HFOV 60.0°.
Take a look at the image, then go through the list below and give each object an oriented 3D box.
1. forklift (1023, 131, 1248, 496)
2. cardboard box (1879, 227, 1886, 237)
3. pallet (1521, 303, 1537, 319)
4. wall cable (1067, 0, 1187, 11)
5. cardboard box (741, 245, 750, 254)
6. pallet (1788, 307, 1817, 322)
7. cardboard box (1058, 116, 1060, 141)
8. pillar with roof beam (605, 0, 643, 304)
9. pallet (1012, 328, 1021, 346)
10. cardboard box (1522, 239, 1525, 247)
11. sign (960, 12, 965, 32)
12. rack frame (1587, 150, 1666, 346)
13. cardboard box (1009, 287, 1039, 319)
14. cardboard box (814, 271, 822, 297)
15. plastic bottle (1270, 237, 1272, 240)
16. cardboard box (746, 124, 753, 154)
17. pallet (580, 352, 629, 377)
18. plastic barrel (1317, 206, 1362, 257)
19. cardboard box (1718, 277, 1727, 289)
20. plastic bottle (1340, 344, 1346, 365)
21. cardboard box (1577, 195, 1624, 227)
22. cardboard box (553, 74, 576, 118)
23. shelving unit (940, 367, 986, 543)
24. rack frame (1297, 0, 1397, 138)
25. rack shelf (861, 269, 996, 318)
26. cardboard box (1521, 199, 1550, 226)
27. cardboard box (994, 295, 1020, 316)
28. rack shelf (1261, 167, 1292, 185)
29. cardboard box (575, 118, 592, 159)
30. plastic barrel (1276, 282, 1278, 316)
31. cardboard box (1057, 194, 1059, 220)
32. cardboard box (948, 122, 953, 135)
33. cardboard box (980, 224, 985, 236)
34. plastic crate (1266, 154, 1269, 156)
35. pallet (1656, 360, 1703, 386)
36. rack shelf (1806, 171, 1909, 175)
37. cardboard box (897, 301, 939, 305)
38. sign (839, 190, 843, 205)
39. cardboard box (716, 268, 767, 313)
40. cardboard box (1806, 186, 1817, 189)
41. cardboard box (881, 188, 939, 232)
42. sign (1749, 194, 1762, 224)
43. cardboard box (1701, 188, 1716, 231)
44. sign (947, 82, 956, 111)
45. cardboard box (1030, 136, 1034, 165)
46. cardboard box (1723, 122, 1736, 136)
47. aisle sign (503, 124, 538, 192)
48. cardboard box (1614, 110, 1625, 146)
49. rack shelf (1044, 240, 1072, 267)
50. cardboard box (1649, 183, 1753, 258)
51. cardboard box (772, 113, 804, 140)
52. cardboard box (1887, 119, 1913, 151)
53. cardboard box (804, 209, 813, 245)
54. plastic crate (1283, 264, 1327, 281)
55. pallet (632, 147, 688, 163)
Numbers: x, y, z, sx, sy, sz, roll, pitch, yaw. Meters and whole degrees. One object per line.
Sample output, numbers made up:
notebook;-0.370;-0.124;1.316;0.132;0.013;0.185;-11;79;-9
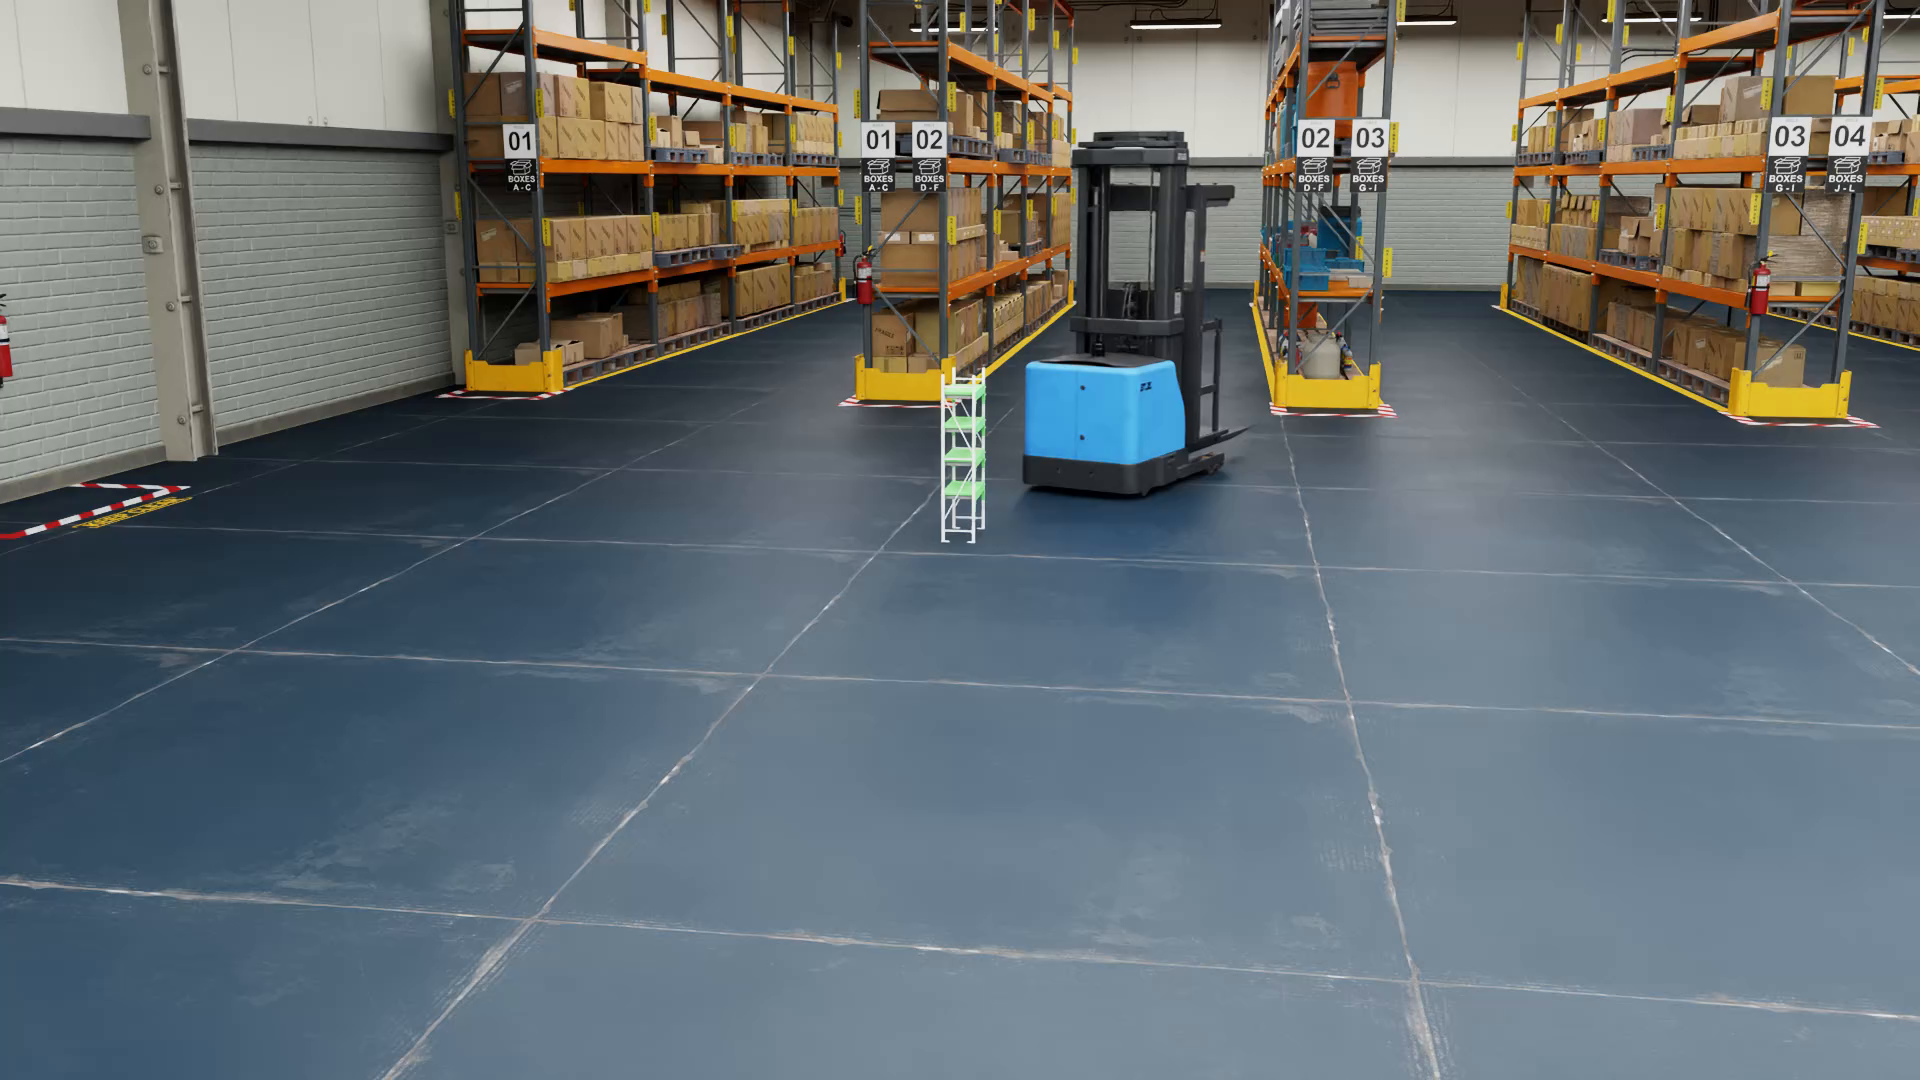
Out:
forklift;1.705;-2.054;14.566;1.130;2.935;3.031;7;14;30
cardboard box;15.122;-4.988;26.910;0.380;0.149;0.250;2;12;8
pallet;11.369;-4.381;31.823;1.003;0.211;1.213;2;12;9
wall cable;3.876;-13.733;38.944;3.097;2.526;0.112;2;12;9
cardboard box;-3.857;-5.036;28.789;0.380;0.149;0.250;2;12;10
pallet;16.129;-4.185;30.911;1.003;0.211;1.213;2;12;9
cardboard box;1.623;-8.176;33.081;0.700;0.500;0.500;2;12;9
pillar with roof beam;-1.109;-7.534;25.590;9.100;9.000;0.400;2;12;9
pallet;0.422;-3.290;26.758;1.003;0.211;1.213;2;12;9
cardboard box;11.029;-5.713;31.979;0.380;0.149;0.250;2;12;8
sign;0.049;-8.267;26.587;0.100;0.325;0.005;2;12;9
rack frame;10.375;-4.501;25.761;1.000;3.000;0.127;2;12;9
cardboard box;1.096;-4.115;28.858;0.500;0.500;0.500;2;12;8
cardboard box;-3.241;-5.274;34.281;0.700;0.500;0.500;1;12;7
plastic bottle;5.481;-5.190;29.234;0.061;0.283;0.133;2;12;9
cardboard box;-4.099;-7.146;29.631;0.700;0.500;0.500;2;12;9
pallet;-5.177;-2.391;22.589;1.003;0.211;1.213;2;12;9
plastic barrel;5.224;-4.145;22.917;0.600;0.901;0.708;2;12;9
cardboard box;9.160;-3.040;19.576;0.380;0.149;0.250;2;12;9
plastic bottle;4.936;-2.380;21.347;0.097;0.271;0.097;0;12;0
cardboard box;10.703;-5.468;27.626;0.797;0.503;0.637;2;12;10
cardboard box;-5.113;-5.506;20.646;0.500;0.500;0.500;2;12;8
shelving unit;0.025;-0.621;12.027;0.258;1.200;0.503;2;12;9
rack frame;4.250;-5.929;18.146;1.000;3.000;0.127;2;12;9
rack shelf;-0.336;-3.223;21.534;1.077;0.370;4.000;2;12;9
cardboard box;11.114;-6.302;31.986;0.500;0.500;0.500;2;12;7
cardboard box;0.676;-3.733;26.394;0.500;0.311;0.500;2;12;8
rack shelf;6.403;-7.026;32.061;1.077;0.370;4.000;2;12;9
cardboard box;-5.047;-5.123;21.240;0.500;0.500;0.500;2;12;11
plastic barrel;5.886;-4.414;29.339;0.600;0.901;0.708;2;12;9
cardboard box;1.631;-6.390;31.913;0.500;0.500;0.500;1;12;7
cardboard box;-0.288;-5.014;20.288;0.380;0.149;0.250;2;12;9
cardboard box;0.141;-4.293;23.016;0.380;0.149;0.250;2;12;9
plastic crate;5.920;-7.079;30.998;0.416;0.233;0.300;2;12;9
pallet;9.691;-2.165;21.537;1.003;0.211;1.213;2;12;9
rack shelf;16.183;-6.683;30.473;1.077;0.370;4.000;2;12;9
cardboard box;-0.563;-2.924;22.190;0.500;0.500;0.500;2;12;9
sign;-2.544;-7.310;35.481;0.100;0.325;0.005;2;12;9
cardboard box;-3.925;-4.468;29.713;0.750;0.750;0.750;2;12;8
cardboard box;15.911;-6.264;30.624;0.500;0.500;0.500;1;12;7
cardboard box;-0.551;-3.949;19.879;0.700;0.500;0.500;2;12;9
sign;8.599;-3.579;17.981;0.100;0.325;0.005;2;12;9
cardboard box;9.220;-3.954;19.903;0.500;0.500;0.500;2;12;9
sign;-0.096;-5.071;19.021;0.100;0.325;0.005;2;12;9
cardboard box;0.779;-6.645;28.349;0.910;0.500;0.500;2;12;9
cardboard box;9.086;-4.763;19.262;0.380;0.149;0.250;1;12;6
aisle sign;-5.254;-4.564;19.879;0.394;0.787;0.004;2;12;9
cardboard box;9.967;-6.066;24.477;0.500;0.500;0.500;2;12;9
rack shelf;1.510;-5.721;33.125;1.077;0.370;4.000;2;12;9
cardboard box;10.020;-4.328;22.536;1.000;1.000;1.000;2;12;9
cardboard box;-3.307;-7.969;32.071;0.500;0.500;0.500;2;12;8
cardboard box;15.508;-6.557;26.938;0.797;0.503;0.637;2;12;8
cardboard box;-3.476;-6.226;33.053;0.980;0.700;0.700;2;12;7
plastic crate;4.137;-3.173;19.949;0.499;0.251;0.408;2;12;9
pallet;-4.724;-5.650;24.415;1.213;0.211;1.003;2;12;9
